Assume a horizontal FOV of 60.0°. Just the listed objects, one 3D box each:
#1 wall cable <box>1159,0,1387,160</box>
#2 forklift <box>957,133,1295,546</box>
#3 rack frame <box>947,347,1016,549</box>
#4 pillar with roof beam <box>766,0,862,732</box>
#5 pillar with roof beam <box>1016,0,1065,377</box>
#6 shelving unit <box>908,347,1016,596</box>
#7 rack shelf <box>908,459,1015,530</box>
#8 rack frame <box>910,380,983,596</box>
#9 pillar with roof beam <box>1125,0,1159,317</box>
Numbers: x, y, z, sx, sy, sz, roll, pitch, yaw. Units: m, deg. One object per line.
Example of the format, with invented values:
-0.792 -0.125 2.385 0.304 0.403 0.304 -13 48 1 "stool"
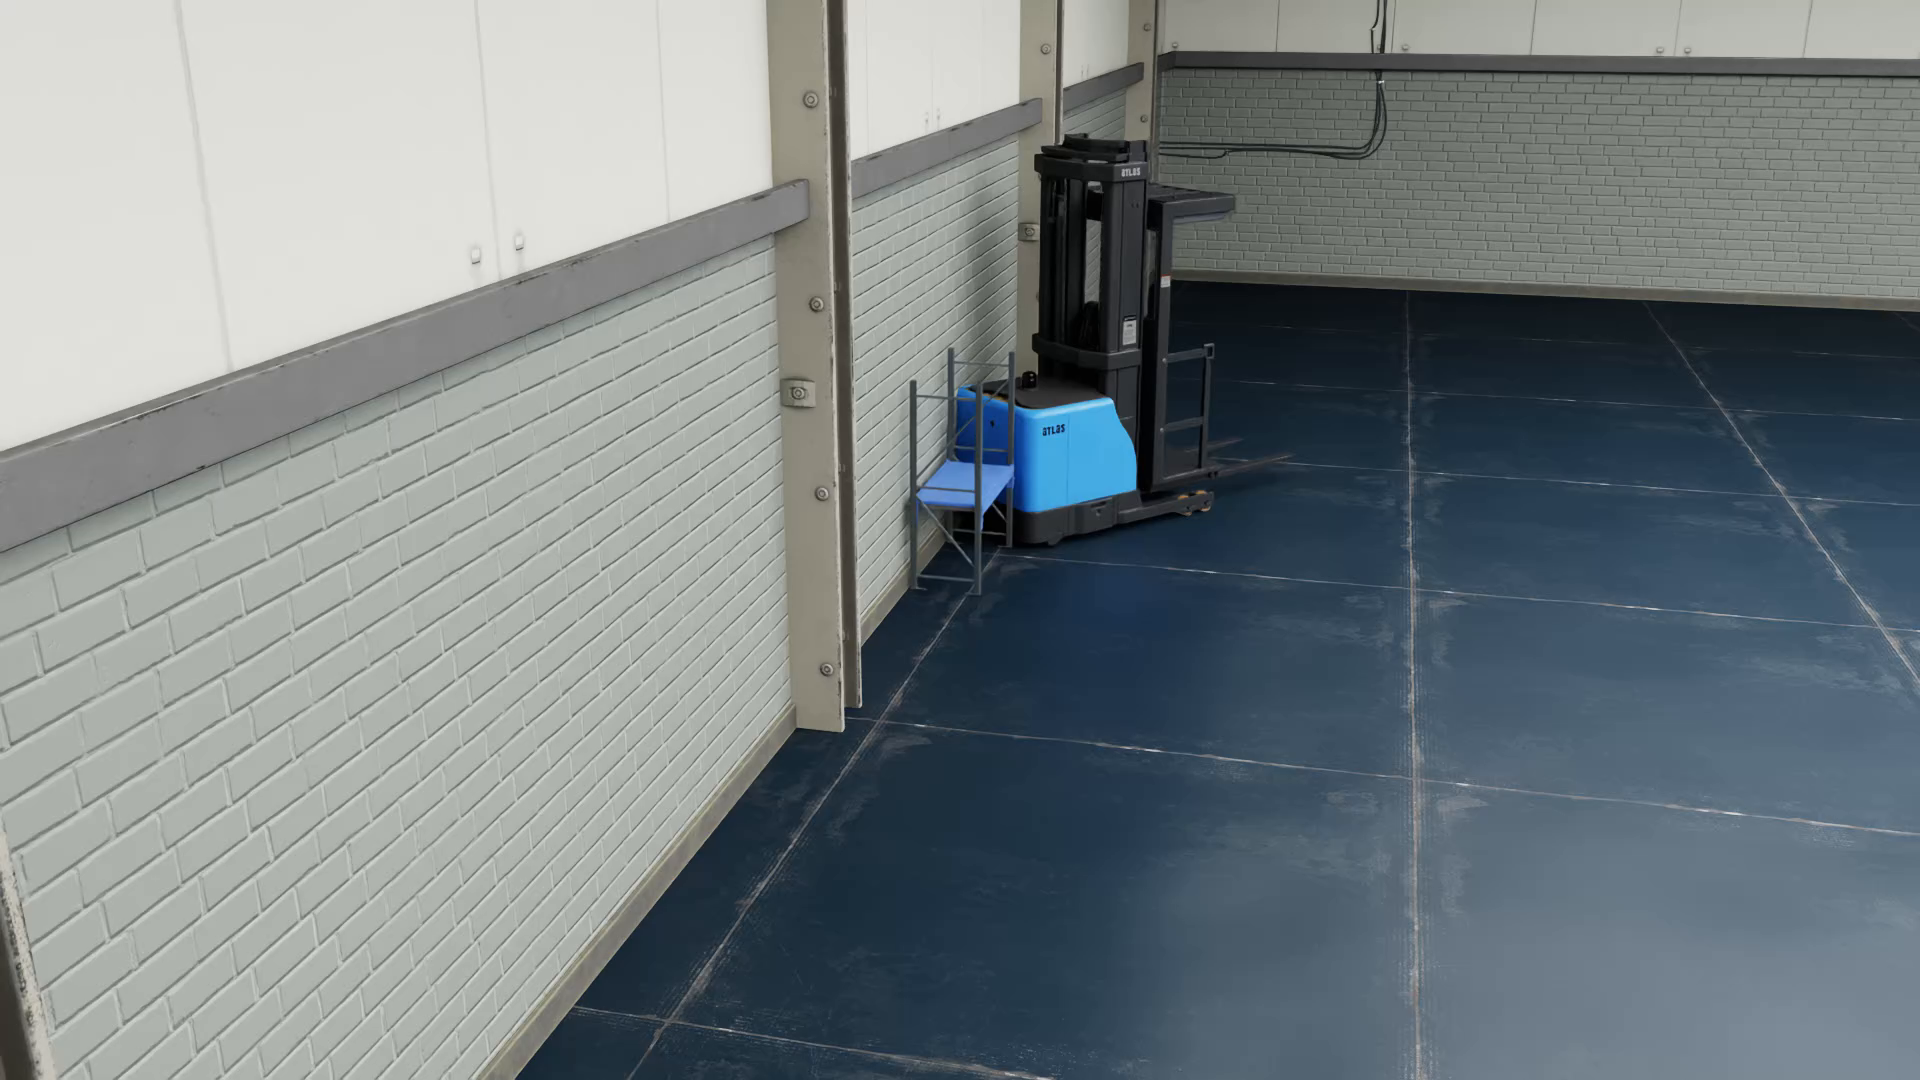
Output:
4.159 -6.347 22.151 3.097 2.526 0.112 5 19 13 "wall cable"
1.427 -1.702 13.136 3.031 2.935 1.130 -13 23 -34 "forklift"
0.151 -0.669 12.295 0.500 1.500 0.032 5 20 13 "rack frame"
3.399 -2.896 7.245 9.100 9.000 0.400 5 19 13 "pillar with roof beam"
4.865 -4.777 12.751 9.100 9.000 0.400 5 19 13 "pillar with roof beam"
0.027 -0.506 11.829 0.538 1.500 1.048 5 20 13 "shelving unit"
0.026 -0.336 11.889 0.538 0.185 1.000 5 20 13 "rack shelf"
-0.098 -0.343 11.364 0.500 1.500 0.032 5 20 13 "rack frame"
6.331 -6.657 18.256 9.100 9.000 0.400 5 19 13 "pillar with roof beam"
